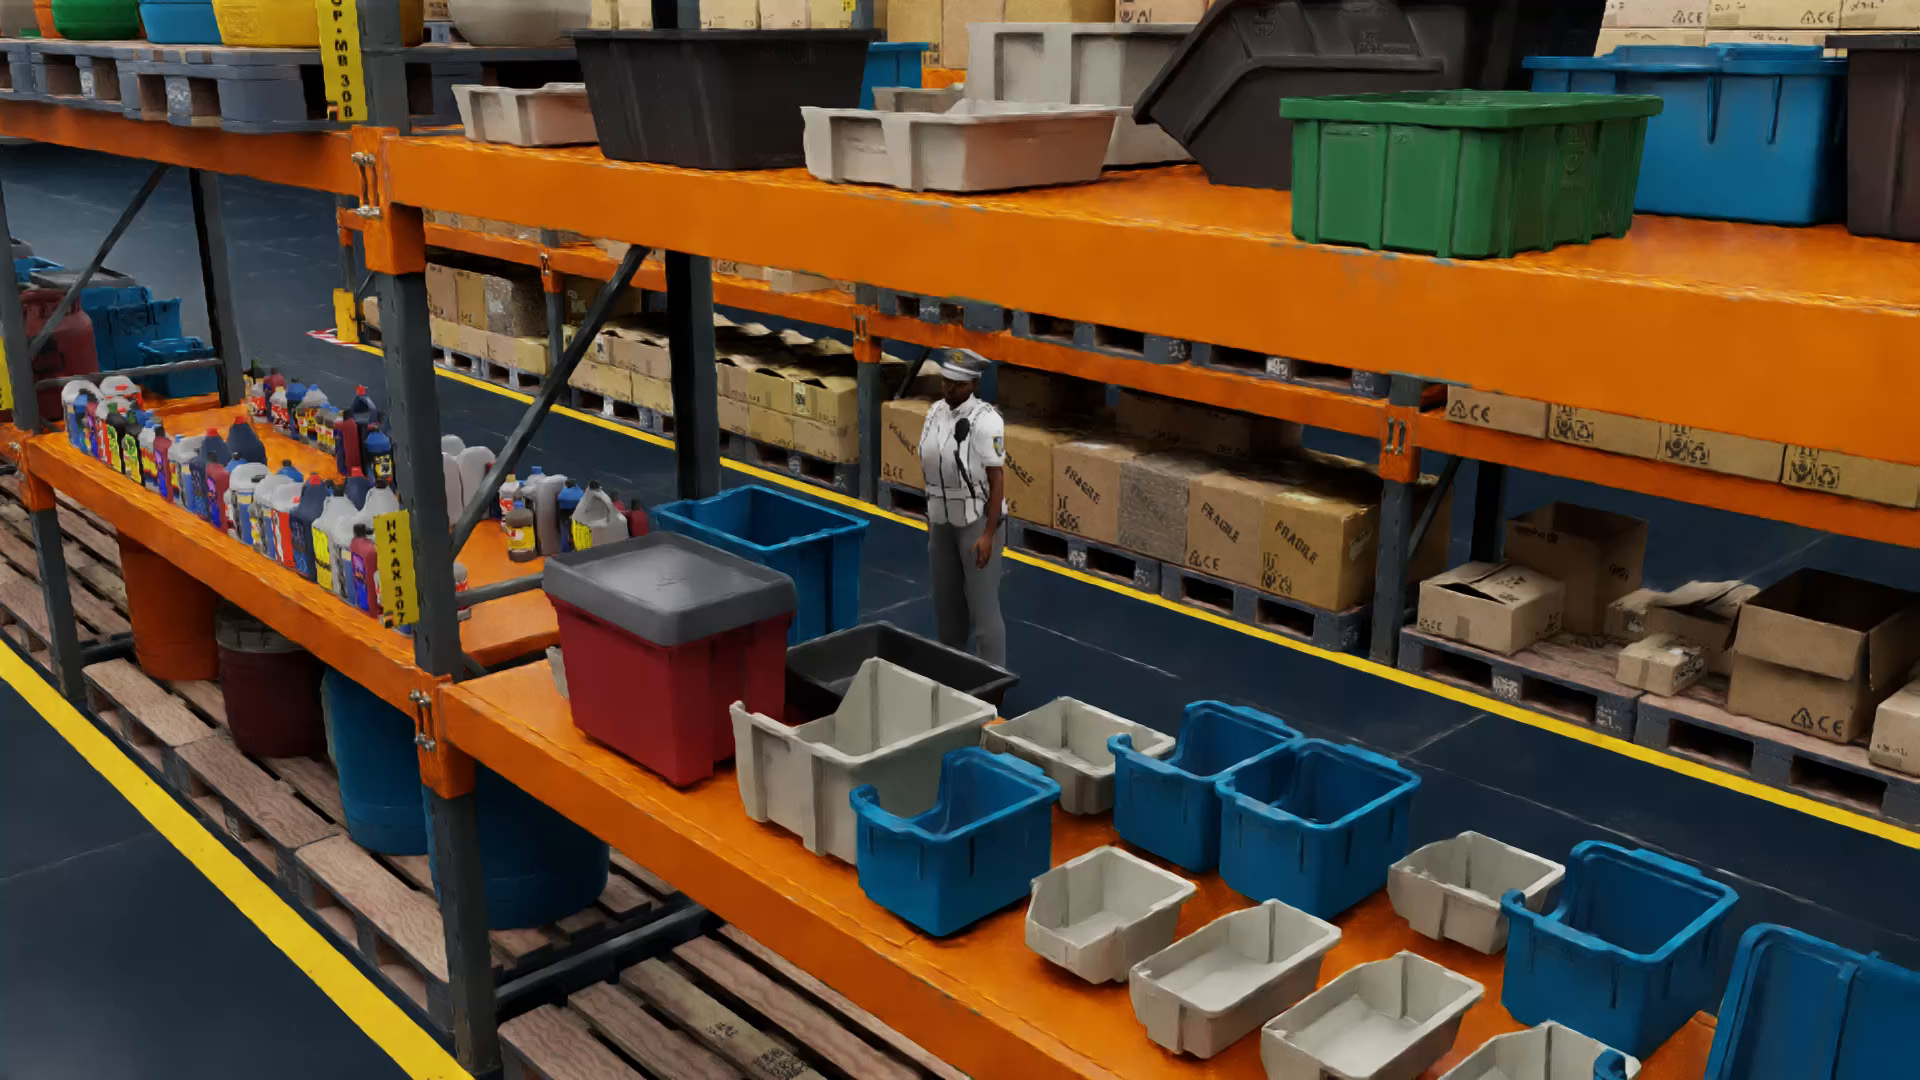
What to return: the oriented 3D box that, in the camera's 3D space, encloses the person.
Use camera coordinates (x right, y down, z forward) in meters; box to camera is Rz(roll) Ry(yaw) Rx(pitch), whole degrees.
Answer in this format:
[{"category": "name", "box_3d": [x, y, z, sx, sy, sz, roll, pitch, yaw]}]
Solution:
[{"category": "person", "box_3d": [0.008, -0.062, 7.646, 0.493, 1.686, 0.361, 15, 23, 40]}]
